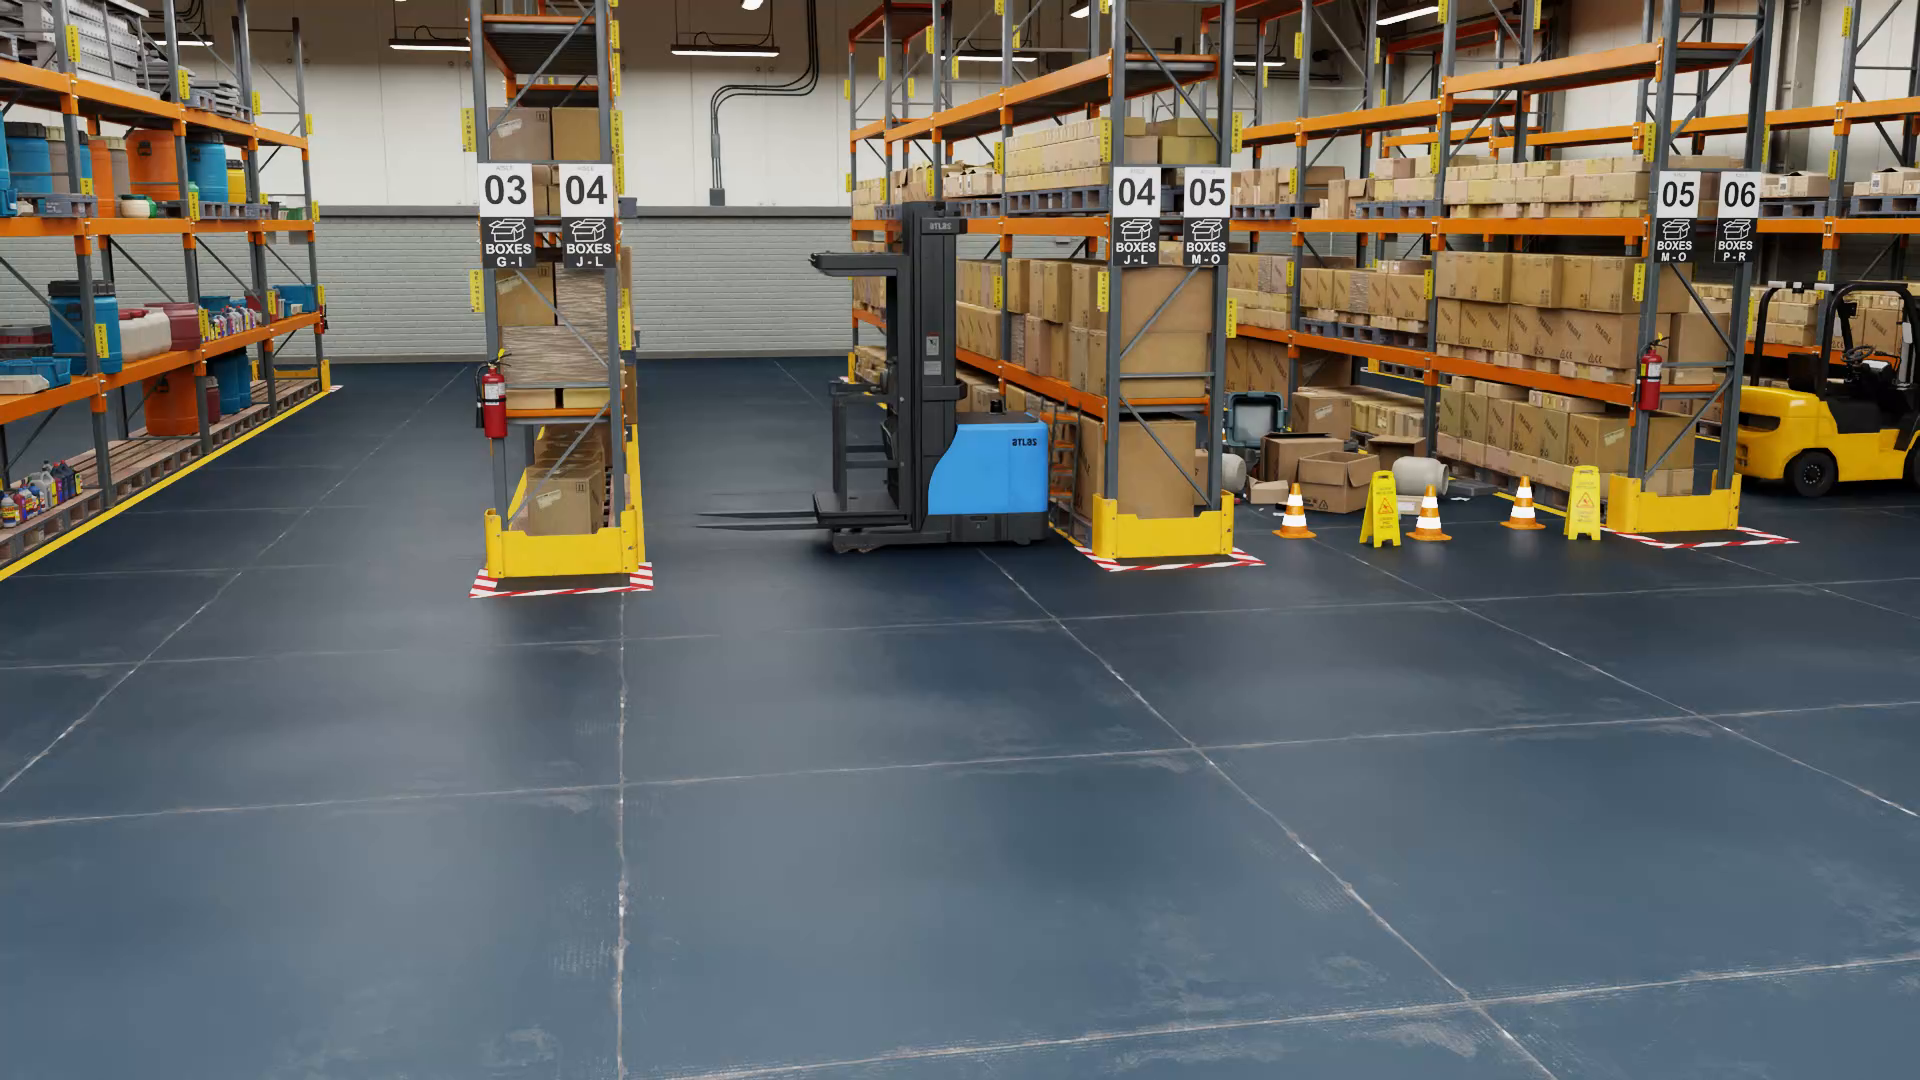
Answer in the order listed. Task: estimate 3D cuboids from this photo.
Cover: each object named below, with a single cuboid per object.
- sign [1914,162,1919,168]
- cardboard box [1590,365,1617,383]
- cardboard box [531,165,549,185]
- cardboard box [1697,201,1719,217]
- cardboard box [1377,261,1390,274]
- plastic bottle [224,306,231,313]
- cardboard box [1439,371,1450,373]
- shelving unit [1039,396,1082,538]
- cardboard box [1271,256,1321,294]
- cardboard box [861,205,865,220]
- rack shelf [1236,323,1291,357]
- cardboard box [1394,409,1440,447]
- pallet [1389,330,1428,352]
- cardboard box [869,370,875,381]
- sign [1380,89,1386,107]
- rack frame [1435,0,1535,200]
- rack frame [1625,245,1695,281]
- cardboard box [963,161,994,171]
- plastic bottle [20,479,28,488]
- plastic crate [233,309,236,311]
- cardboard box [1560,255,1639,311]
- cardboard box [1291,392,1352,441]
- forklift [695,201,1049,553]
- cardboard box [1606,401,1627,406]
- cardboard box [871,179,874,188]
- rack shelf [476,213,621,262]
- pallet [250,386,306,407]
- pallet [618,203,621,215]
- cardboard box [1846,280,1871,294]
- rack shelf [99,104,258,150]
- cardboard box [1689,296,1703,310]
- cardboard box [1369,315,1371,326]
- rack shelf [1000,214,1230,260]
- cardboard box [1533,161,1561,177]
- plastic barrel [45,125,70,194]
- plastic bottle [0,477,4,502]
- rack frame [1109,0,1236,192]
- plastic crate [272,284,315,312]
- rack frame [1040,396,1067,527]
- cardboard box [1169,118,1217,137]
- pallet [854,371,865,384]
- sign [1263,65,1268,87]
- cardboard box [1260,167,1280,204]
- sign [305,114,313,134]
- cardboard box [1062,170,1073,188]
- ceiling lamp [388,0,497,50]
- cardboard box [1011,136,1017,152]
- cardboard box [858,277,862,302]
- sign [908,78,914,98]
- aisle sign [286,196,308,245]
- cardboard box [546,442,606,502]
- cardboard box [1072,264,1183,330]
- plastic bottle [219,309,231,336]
[{"bbox_3d":[11.185,-4.272,19.503,0.100,0.325,0.005,-2,11,-11],"label":"sign"},{"bbox_3d":[6.110,-1.550,15.491,0.380,0.149,0.250,-2,11,-12],"label":"cardboard box"},{"bbox_3d":[-3.465,-2.897,13.209,0.380,0.149,0.250,-2,11,-13],"label":"cardboard box"},{"bbox_3d":[6.805,-2.993,15.050,0.380,0.149,0.250,-2,11,-11],"label":"cardboard box"},{"bbox_3d":[5.239,-3.276,19.966,0.380,0.149,0.250,-3,11,-13],"label":"cardboard box"},{"bbox_3d":[-9.968,-3.011,22.624,0.144,0.351,0.185,-2,11,-11],"label":"plastic bottle"},{"bbox_3d":[8.663,-3.200,29.050,0.700,0.500,0.500,-3,11,-13],"label":"cardboard box"},{"bbox_3d":[0.855,-0.657,14.875,0.258,1.200,0.503,2,10,-12],"label":"shelving unit"},{"bbox_3d":[4.638,-3.663,22.979,0.500,0.500,0.500,-2,11,-13],"label":"cardboard box"},{"bbox_3d":[-1.349,-5.424,27.550,0.500,0.250,0.500,-2,11,-13],"label":"cardboard box"},{"bbox_3d":[4.606,-3.051,24.628,1.077,0.370,4.000,-2,11,-11],"label":"rack shelf"},{"bbox_3d":[5.669,-1.316,19.491,0.950,0.372,0.625,-2,11,-10],"label":"cardboard box"},{"bbox_3d":[5.767,-2.355,19.562,1.003,0.211,1.213,-2,11,-11],"label":"pallet"},{"bbox_3d":[-1.295,-2.721,27.473,0.380,0.149,0.250,-2,11,-11],"label":"cardboard box"},{"bbox_3d":[7.775,-8.111,30.536,0.100,0.325,0.005,-2,11,-11],"label":"sign"},{"bbox_3d":[5.773,-5.251,18.219,1.000,3.000,0.127,-2,11,-11],"label":"rack frame"},{"bbox_3d":[9.863,-3.219,23.586,1.000,3.000,0.127,-2,11,-11],"label":"rack frame"},{"bbox_3d":[0.251,-4.917,22.169,0.396,0.266,0.258,-2,11,-11],"label":"cardboard box"},{"bbox_3d":[-8.375,-0.409,14.913,0.061,0.283,0.133,-2,11,-11],"label":"plastic bottle"},{"bbox_3d":[-10.995,-3.439,25.288,0.293,0.136,0.466,-2,11,-11],"label":"plastic crate"},{"bbox_3d":[6.147,-2.436,15.734,0.700,0.500,0.500,-2,11,-10],"label":"cardboard box"},{"bbox_3d":[4.033,-1.378,18.574,0.500,0.500,0.500,-2,11,-11],"label":"cardboard box"},{"bbox_3d":[-0.788,-1.434,14.394,3.031,2.935,1.130,-1,11,-7],"label":"forklift"},{"bbox_3d":[6.465,-1.145,16.914,0.500,0.500,0.500,-2,11,-10],"label":"cardboard box"},{"bbox_3d":[-1.225,-5.698,26.585,0.380,0.149,0.250,-2,11,-11],"label":"cardboard box"},{"bbox_3d":[-3.559,-2.697,14.746,1.077,0.370,4.000,-2,11,-11],"label":"rack shelf"},{"bbox_3d":[-10.784,-2.219,25.789,1.003,0.211,1.213,-2,11,-11],"label":"pallet"},{"bbox_3d":[-4.903,-4.174,21.088,1.213,0.211,1.003,-2,11,-8],"label":"pallet"},{"bbox_3d":[10.412,-2.930,19.270,0.380,0.149,0.250,-2,11,-10],"label":"cardboard box"},{"bbox_3d":[-9.973,-5.261,21.265,1.077,0.370,4.000,-2,11,-11],"label":"rack shelf"},{"bbox_3d":[9.890,-3.112,22.089,0.500,0.250,0.500,-2,11,-12],"label":"cardboard box"},{"bbox_3d":[5.268,-2.711,20.466,0.380,0.149,0.250,-3,11,-13],"label":"cardboard box"},{"bbox_3d":[1.326,-2.859,15.596,1.077,0.370,4.000,-2,11,-11],"label":"rack shelf"},{"bbox_3d":[5.864,-3.644,16.334,0.380,0.149,0.250,-2,11,-10],"label":"cardboard box"},{"bbox_3d":[-9.245,-3.689,16.691,0.600,0.901,0.600,0,11,0],"label":"plastic barrel"},{"bbox_3d":[-8.915,-0.521,15.317,0.144,0.351,0.185,-2,11,-11],"label":"plastic bottle"},{"bbox_3d":[1.715,-4.319,13.321,1.000,3.000,0.127,-2,11,-11],"label":"rack frame"},{"bbox_3d":[-10.892,-3.957,27.207,0.616,0.435,0.499,-2,11,-11],"label":"plastic crate"},{"bbox_3d":[0.808,-0.701,15.110,0.240,1.200,0.015,2,10,-12],"label":"rack frame"},{"bbox_3d":[1.963,-3.442,13.884,0.380,0.149,0.250,-2,11,-10],"label":"cardboard box"},{"bbox_3d":[-1.259,-2.772,28.698,1.003,0.211,1.213,-2,11,-11],"label":"pallet"},{"bbox_3d":[4.747,-7.238,25.948,0.100,0.325,0.005,-2,11,-11],"label":"sign"},{"bbox_3d":[4.616,-4.941,23.223,0.700,0.500,0.500,-3,11,-14],"label":"cardboard box"},{"bbox_3d":[-10.603,-6.776,27.093,0.100,0.325,0.005,-2,11,-11],"label":"sign"},{"bbox_3d":[1.120,-3.213,14.813,0.380,0.149,0.250,-2,11,-12],"label":"cardboard box"},{"bbox_3d":[-9.192,-10.363,29.464,2.000,3.185,0.800,-2,11,-11],"label":"ceiling lamp"},{"bbox_3d":[0.725,-3.977,16.695,0.380,0.149,0.250,-2,11,-11],"label":"cardboard box"},{"bbox_3d":[-1.451,-4.312,28.266,0.500,0.500,0.500,-2,11,-11],"label":"cardboard box"},{"bbox_3d":[-0.848,-7.807,28.723,0.100,0.325,0.005,-2,11,-11],"label":"sign"},{"bbox_3d":[-10.867,-5.265,27.385,0.394,0.787,0.004,-2,11,-11],"label":"aisle sign"},{"bbox_3d":[-3.592,-0.631,15.554,0.500,0.500,0.500,-3,11,-16],"label":"cardboard box"},{"bbox_3d":[1.484,-2.143,14.644,0.875,0.550,0.550,-2,11,-11],"label":"cardboard box"},{"bbox_3d":[-9.648,-2.848,21.769,0.144,0.351,0.185,-2,11,-11],"label":"plastic bottle"}]
